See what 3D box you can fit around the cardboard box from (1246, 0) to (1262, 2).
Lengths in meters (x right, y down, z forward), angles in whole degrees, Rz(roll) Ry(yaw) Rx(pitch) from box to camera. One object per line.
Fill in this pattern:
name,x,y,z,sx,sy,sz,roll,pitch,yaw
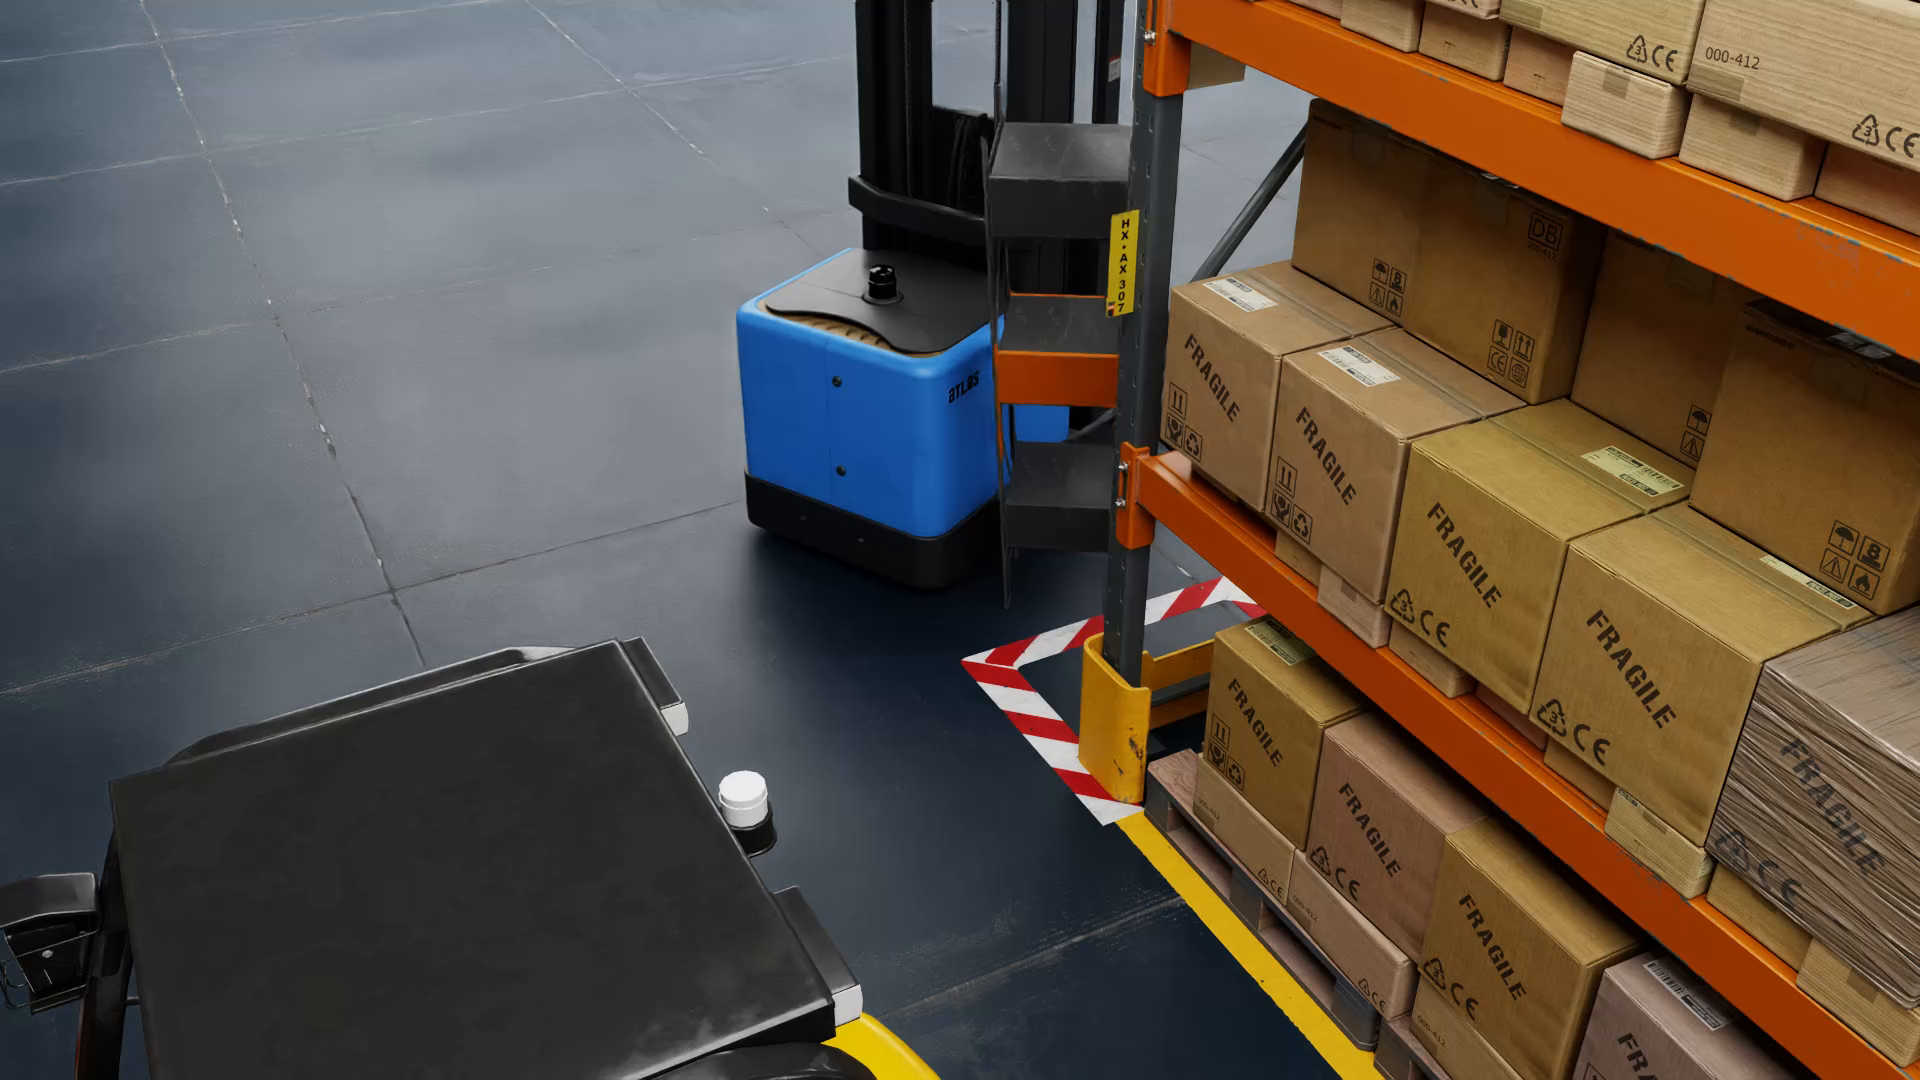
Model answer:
cardboard box,0.834,-1.510,4.279,0.380,0.149,0.250,-16,36,-23

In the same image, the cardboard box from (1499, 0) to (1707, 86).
cardboard box,1.454,-1.128,3.312,0.500,0.250,0.500,-15,35,-22

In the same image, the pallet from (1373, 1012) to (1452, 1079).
pallet,1.914,1.596,4.564,1.003,0.211,1.213,-16,36,-23

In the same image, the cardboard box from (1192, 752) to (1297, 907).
cardboard box,1.098,0.843,5.314,0.500,0.250,0.500,-16,36,-23

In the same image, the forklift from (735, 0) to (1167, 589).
forklift,0.312,-1.785,7.320,1.130,2.935,3.031,20,38,28

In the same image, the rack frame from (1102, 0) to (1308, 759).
rack frame,0.967,-0.593,5.395,1.000,3.000,0.127,-16,36,-23

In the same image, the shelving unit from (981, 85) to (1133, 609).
shelving unit,0.402,-0.631,6.230,0.503,2.100,0.431,3,41,8

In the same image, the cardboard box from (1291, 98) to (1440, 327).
cardboard box,1.398,-0.992,4.723,0.700,0.500,0.500,-17,36,-24

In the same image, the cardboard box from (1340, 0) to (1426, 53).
cardboard box,1.129,-1.272,3.908,0.380,0.149,0.250,-15,36,-22

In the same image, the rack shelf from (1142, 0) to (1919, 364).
rack shelf,1.899,-0.599,3.290,1.077,0.370,4.000,-16,36,-23

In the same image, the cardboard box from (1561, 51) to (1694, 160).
cardboard box,1.440,-0.894,3.318,0.380,0.149,0.250,-15,36,-23

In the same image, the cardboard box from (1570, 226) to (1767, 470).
cardboard box,1.956,-0.531,4.004,0.700,0.500,0.500,-16,36,-24

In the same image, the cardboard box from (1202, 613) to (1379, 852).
cardboard box,1.110,0.538,5.094,0.500,0.500,0.500,-17,36,-25

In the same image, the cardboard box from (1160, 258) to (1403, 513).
cardboard box,0.942,-0.464,4.826,0.500,0.500,0.500,-16,36,-24

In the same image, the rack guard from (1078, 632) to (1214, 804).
rack guard,1.002,0.496,6.012,1.175,0.500,0.348,-16,36,-23

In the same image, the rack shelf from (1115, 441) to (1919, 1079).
rack shelf,1.899,0.665,4.099,1.077,0.370,4.000,-16,36,-23

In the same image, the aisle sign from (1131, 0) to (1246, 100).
aisle sign,0.663,-1.639,4.618,0.394,0.787,0.004,-16,36,-23

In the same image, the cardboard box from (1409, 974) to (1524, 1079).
cardboard box,1.595,1.345,4.529,0.500,0.250,0.500,-13,35,-20

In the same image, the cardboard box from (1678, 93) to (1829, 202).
cardboard box,1.599,-0.779,3.137,0.380,0.149,0.250,-17,36,-24

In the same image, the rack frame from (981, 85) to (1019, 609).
rack frame,0.161,-0.643,6.266,0.015,2.100,0.400,3,41,8

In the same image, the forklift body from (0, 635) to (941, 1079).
forklift body,-0.925,1.461,2.976,2.313,2.155,1.214,-16,36,-23

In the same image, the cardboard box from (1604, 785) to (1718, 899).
cardboard box,1.691,0.618,3.738,0.380,0.149,0.250,-16,36,-23

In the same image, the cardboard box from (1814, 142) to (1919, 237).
cardboard box,1.778,-0.677,2.978,0.380,0.149,0.250,-16,36,-24

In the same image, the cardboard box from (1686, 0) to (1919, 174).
cardboard box,1.676,-0.879,2.923,0.500,0.250,0.500,-15,36,-22

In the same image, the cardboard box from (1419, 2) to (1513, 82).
cardboard box,1.266,-1.160,3.733,0.380,0.149,0.250,-16,36,-23

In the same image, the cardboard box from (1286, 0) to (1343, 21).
cardboard box,1.036,-1.407,4.118,0.380,0.149,0.250,-17,36,-25

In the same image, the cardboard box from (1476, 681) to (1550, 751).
cardboard box,1.528,0.350,4.156,0.380,0.149,0.250,-15,35,-22

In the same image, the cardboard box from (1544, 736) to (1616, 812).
cardboard box,1.625,0.483,3.948,0.380,0.149,0.250,-17,36,-24

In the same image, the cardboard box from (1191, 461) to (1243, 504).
cardboard box,0.942,-0.273,5.128,0.380,0.149,0.250,-16,36,-23

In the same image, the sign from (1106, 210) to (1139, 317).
sign,0.487,-0.821,4.948,0.100,0.325,0.005,-16,36,-23

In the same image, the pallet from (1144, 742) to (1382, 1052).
pallet,1.350,1.014,5.471,1.003,0.211,1.213,-16,36,-23

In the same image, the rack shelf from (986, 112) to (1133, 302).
rack shelf,0.365,-1.151,5.785,0.480,0.518,0.431,3,41,8

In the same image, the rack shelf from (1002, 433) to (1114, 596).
rack shelf,0.441,-0.089,6.694,0.480,0.518,0.431,3,41,8

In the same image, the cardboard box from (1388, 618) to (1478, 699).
cardboard box,1.352,0.239,4.330,0.380,0.149,0.250,-15,36,-22

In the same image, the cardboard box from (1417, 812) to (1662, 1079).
cardboard box,1.584,1.028,4.329,0.500,0.500,0.500,-15,36,-22

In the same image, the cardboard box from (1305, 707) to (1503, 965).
cardboard box,1.357,0.786,4.706,0.500,0.500,0.500,-17,36,-25

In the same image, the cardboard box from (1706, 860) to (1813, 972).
cardboard box,1.843,0.731,3.561,0.380,0.149,0.250,-17,36,-24

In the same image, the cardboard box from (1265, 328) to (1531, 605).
cardboard box,1.186,-0.218,4.441,0.500,0.500,0.500,-15,35,-22

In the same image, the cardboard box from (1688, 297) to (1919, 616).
cardboard box,2.066,-0.258,3.577,0.700,0.500,0.500,-16,36,-23

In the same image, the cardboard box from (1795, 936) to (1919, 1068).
cardboard box,1.935,0.861,3.358,0.380,0.149,0.250,-16,36,-24

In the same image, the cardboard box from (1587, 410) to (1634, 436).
cardboard box,1.923,-0.091,4.243,0.500,0.500,0.500,-16,36,-23

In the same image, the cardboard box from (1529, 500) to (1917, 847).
cardboard box,1.669,0.265,3.687,0.500,0.500,0.500,-17,36,-24

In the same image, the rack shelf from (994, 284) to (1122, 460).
rack shelf,0.403,-0.620,6.239,0.480,0.518,0.431,3,41,8

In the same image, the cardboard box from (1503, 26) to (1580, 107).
cardboard box,1.393,-1.035,3.537,0.380,0.149,0.250,-17,36,-25

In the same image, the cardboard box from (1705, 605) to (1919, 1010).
cardboard box,1.912,0.509,3.307,0.500,0.500,0.500,-15,36,-22

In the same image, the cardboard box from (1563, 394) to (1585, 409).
cardboard box,1.693,-0.330,4.617,0.500,0.500,0.500,-16,36,-23

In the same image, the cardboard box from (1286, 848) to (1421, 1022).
cardboard box,1.329,1.088,4.931,0.500,0.250,0.500,-15,35,-21

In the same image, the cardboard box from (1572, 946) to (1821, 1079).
cardboard box,1.841,1.281,3.935,0.500,0.500,0.500,-14,35,-21

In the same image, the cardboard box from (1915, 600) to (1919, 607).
cardboard box,2.143,0.156,3.858,0.500,0.500,0.500,-15,36,-23

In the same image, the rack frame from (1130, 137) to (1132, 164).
rack frame,0.643,-0.618,6.195,0.015,2.100,0.400,3,41,8

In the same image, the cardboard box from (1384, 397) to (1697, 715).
cardboard box,1.425,0.025,4.062,0.500,0.500,0.500,-17,36,-24

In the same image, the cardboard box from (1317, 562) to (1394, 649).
cardboard box,1.202,0.124,4.509,0.380,0.149,0.250,-15,36,-22

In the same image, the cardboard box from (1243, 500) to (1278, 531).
cardboard box,1.072,-0.156,4.946,0.380,0.149,0.250,-15,36,-22

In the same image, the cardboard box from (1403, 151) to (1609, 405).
cardboard box,1.627,-0.749,4.343,0.700,0.500,0.500,-16,36,-23

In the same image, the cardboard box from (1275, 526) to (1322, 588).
cardboard box,1.124,-0.009,4.716,0.380,0.149,0.250,-17,36,-25

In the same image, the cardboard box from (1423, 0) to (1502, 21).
cardboard box,1.192,-1.368,3.688,0.500,0.250,0.500,-16,36,-24
